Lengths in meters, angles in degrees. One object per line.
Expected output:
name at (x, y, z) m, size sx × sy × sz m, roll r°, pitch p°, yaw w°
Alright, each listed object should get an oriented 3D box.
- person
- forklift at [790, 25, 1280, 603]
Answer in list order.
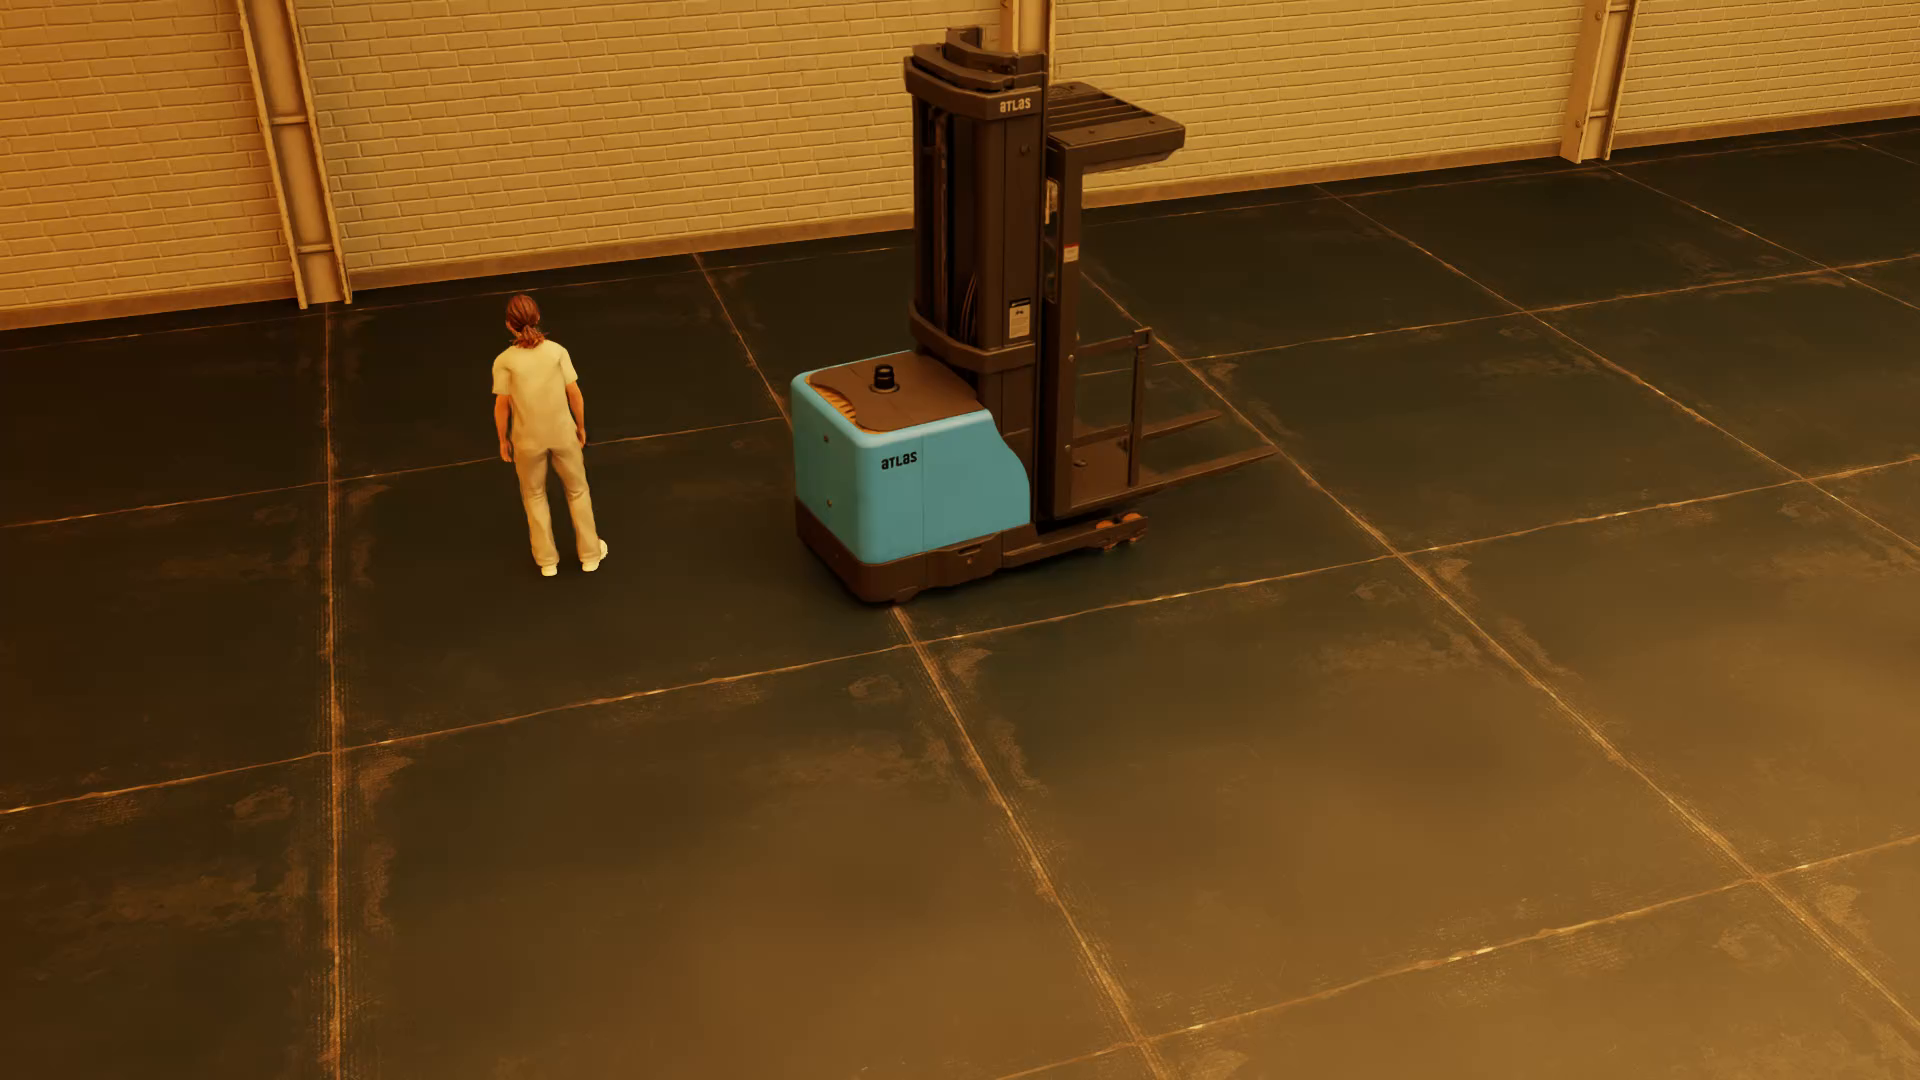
person at (-2.327, -0.580, 9.362) m, size 0.540 × 1.670 × 0.369 m, roll -11°, pitch 32°, yaw -19°
forklift at (0.554, -1.432, 9.576) m, size 3.031 × 2.935 × 1.130 m, roll -15°, pitch 33°, yaw -25°
